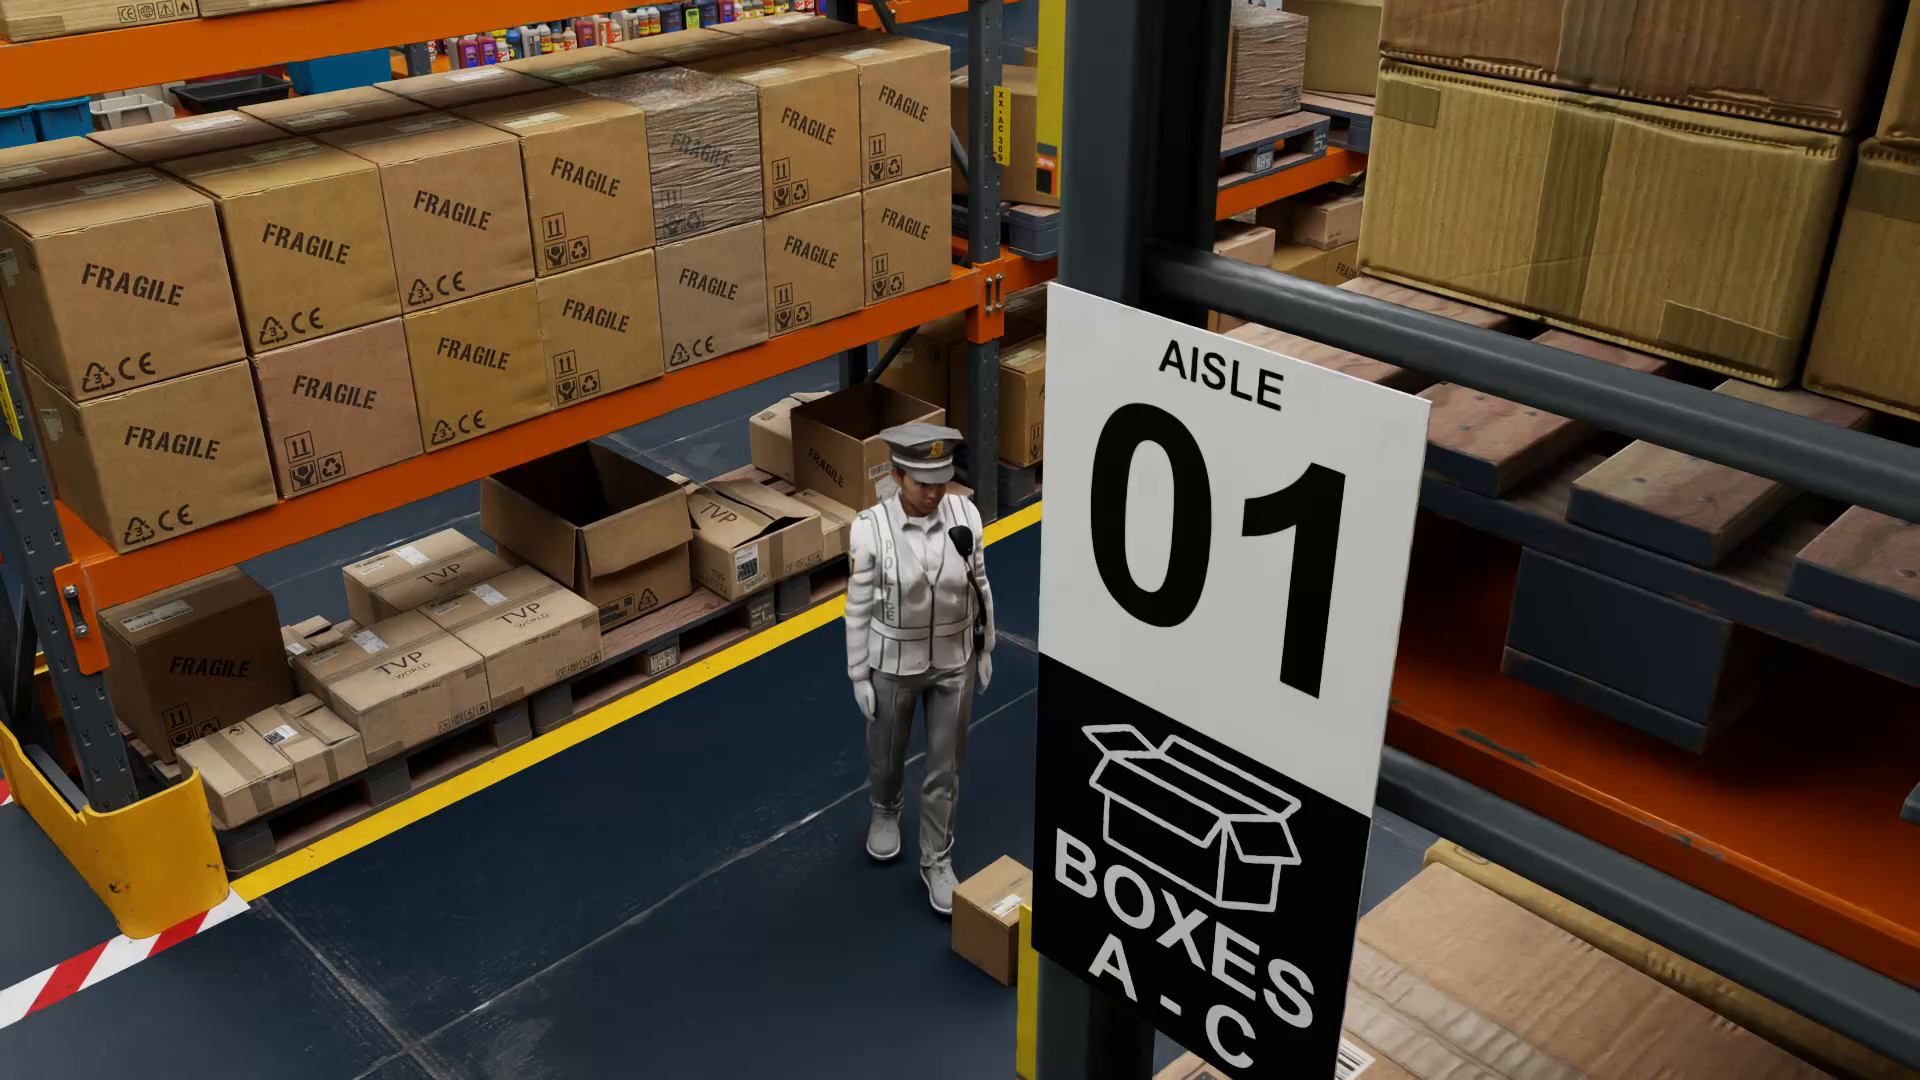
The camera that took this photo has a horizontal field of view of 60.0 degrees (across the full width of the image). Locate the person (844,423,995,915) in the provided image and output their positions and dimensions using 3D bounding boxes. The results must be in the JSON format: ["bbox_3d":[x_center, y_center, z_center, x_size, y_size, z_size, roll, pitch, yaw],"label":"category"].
[{"bbox_3d":[-0.121,0.387,5.354,0.502,1.665,0.613,-7,29,-14],"label":"person"}]
